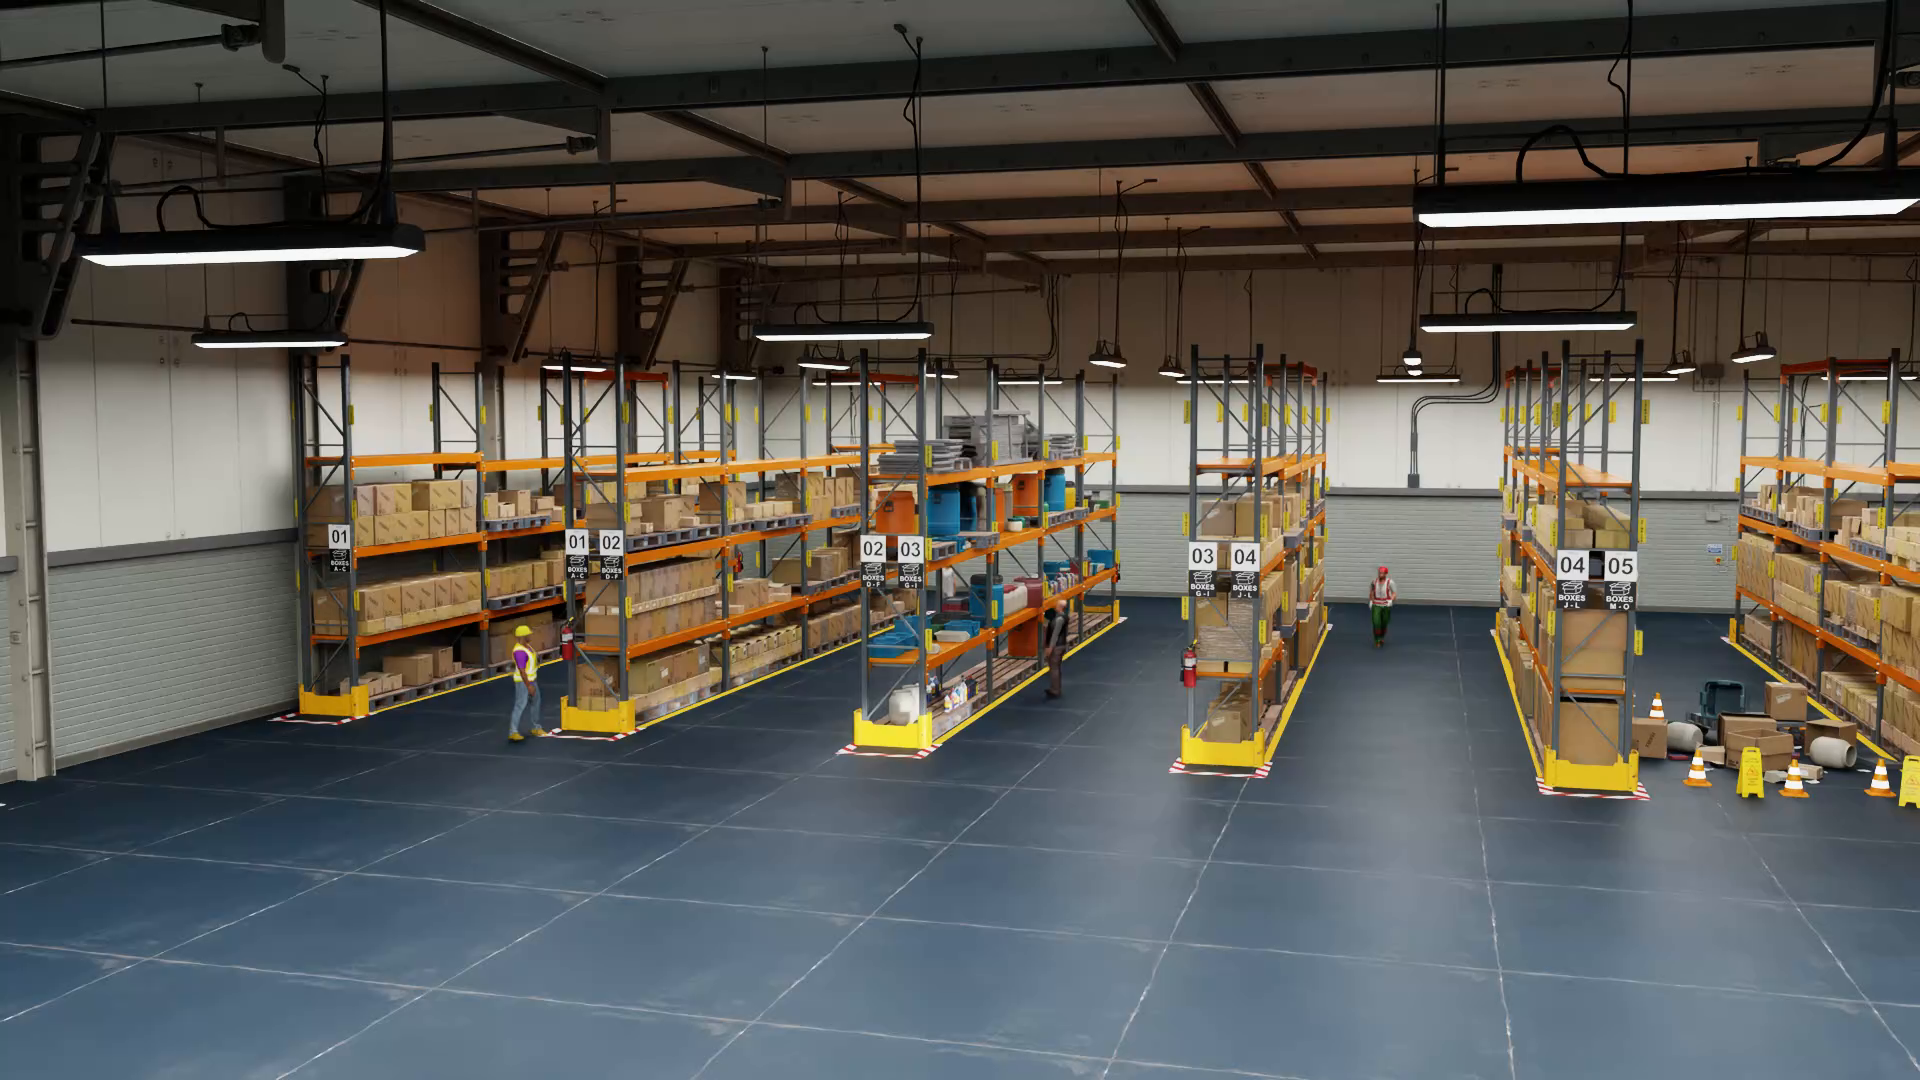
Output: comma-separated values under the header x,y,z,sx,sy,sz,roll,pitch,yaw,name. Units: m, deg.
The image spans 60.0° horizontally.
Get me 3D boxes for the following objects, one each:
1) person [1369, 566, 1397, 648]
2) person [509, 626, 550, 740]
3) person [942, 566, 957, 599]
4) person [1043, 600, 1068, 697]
x,y,z,sx,sy,sz,roll,pitch,yaw,name
9.167,1.462,36.058,0.563,1.812,0.877,1,4,14,person
-6.708,2.209,25.746,0.497,1.798,0.695,0,4,5,person
-0.333,1.218,39.456,0.461,1.619,0.978,1,4,9,person
1.665,1.915,29.570,0.513,1.722,0.556,2,5,20,person
